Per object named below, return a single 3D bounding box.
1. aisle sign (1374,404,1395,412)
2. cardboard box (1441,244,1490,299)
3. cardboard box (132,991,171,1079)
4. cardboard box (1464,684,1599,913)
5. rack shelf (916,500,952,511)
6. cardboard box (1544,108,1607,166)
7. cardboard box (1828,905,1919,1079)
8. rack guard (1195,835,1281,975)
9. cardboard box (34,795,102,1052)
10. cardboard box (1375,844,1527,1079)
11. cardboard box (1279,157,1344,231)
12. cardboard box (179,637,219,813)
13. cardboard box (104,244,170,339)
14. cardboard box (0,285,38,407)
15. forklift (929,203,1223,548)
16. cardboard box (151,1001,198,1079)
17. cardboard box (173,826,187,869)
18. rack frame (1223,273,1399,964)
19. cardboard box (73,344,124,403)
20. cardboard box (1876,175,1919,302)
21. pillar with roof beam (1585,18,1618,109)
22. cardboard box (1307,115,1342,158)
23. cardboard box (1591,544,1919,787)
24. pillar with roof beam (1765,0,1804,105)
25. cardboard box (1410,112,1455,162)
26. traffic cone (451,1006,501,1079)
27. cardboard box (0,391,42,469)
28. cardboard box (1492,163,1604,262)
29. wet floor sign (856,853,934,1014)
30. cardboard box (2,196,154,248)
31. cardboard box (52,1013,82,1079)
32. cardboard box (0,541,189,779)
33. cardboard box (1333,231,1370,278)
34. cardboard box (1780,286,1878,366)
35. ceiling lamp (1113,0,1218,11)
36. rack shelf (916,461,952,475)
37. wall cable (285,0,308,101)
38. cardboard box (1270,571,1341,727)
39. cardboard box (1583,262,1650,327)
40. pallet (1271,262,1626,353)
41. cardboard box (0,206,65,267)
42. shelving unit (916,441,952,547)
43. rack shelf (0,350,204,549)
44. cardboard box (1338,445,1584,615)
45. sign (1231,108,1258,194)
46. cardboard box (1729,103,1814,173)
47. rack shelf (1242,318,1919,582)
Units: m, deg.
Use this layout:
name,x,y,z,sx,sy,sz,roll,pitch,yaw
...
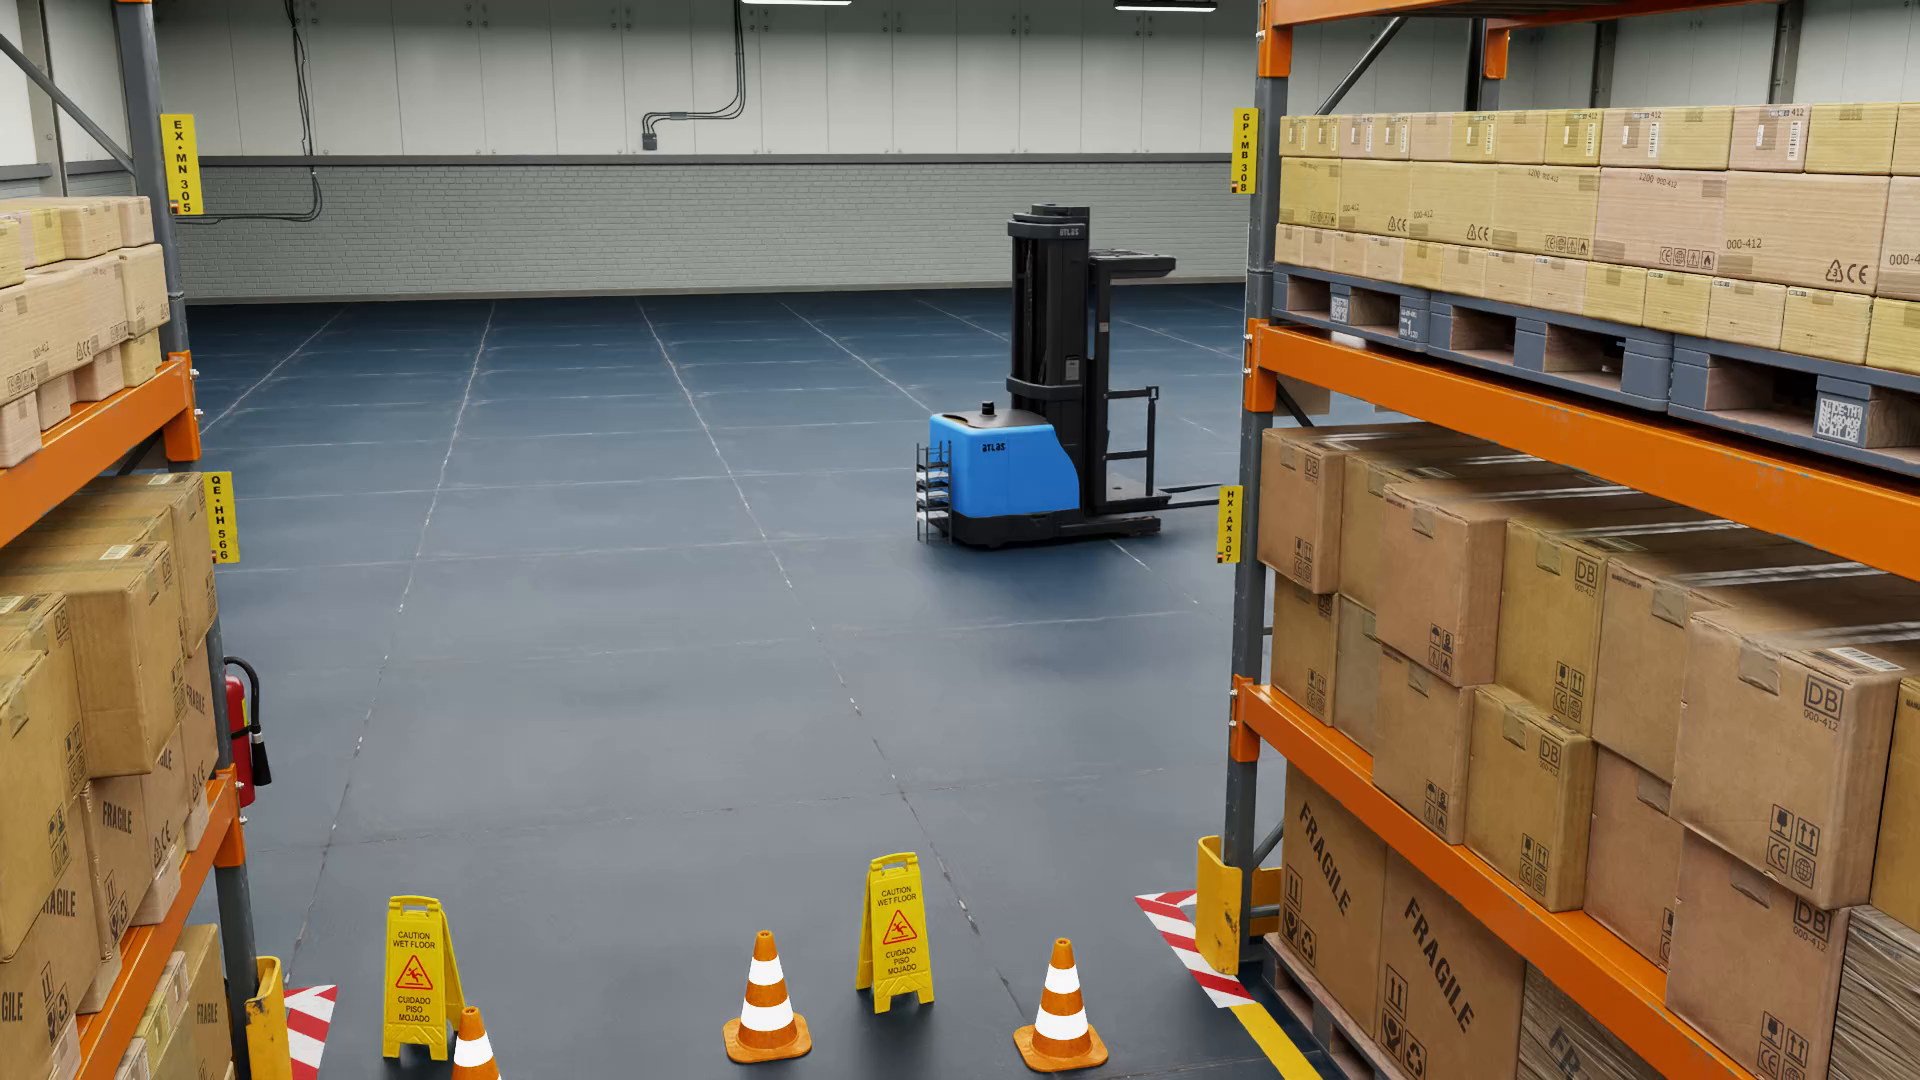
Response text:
name,x,y,z,sx,sy,sz,roll,pitch,yaw
aisle sign,1.931,-0.930,6.936,0.394,0.787,0.004,-3,14,-13
cardboard box,1.721,-0.834,5.132,0.380,0.149,0.250,-3,14,-14
cardboard box,-2.483,1.427,4.728,0.380,0.149,0.250,-3,14,-12
cardboard box,2.112,0.758,5.188,0.875,0.550,0.500,-3,14,-13
rack shelf,-0.229,-0.286,14.723,0.258,0.077,0.200,-6,15,-23
cardboard box,1.843,-1.103,4.556,0.380,0.149,0.250,-3,14,-12
cardboard box,2.497,1.131,3.659,0.875,0.550,0.550,-3,14,-13
rack guard,1.651,1.575,7.428,1.175,0.500,0.348,-3,14,-13
cardboard box,-2.408,0.931,3.957,0.500,0.500,0.500,-3,14,-13
cardboard box,2.088,1.550,5.855,0.875,0.875,0.875,-4,14,-14
cardboard box,1.520,-1.290,6.159,0.500,0.250,0.500,-3,14,-13
cardboard box,-2.736,0.582,5.387,0.500,0.500,0.500,-4,14,-14
cardboard box,-2.750,-0.761,5.089,0.500,0.250,0.500,-3,14,-14
cardboard box,-2.385,-0.409,3.648,0.500,0.250,0.500,-3,14,-13
forklift,1.279,-1.558,15.127,3.031,2.935,1.130,-6,15,-22
cardboard box,-2.564,1.723,4.882,0.500,0.500,0.500,-3,14,-11
cardboard box,-2.629,0.974,5.149,0.380,0.149,0.250,-4,14,-14
rack frame,1.656,0.366,7.109,1.000,3.000,0.127,-3,14,-13
cardboard box,-2.656,-0.484,4.798,0.380,0.149,0.250,-3,14,-11
cardboard box,2.230,-0.592,3.303,0.500,0.250,0.500,-3,14,-14
pillar with roof beam,10.721,-10.197,37.705,9.100,9.000,0.548,-3,14,-13
cardboard box,1.483,-1.456,6.002,0.380,0.149,0.250,-3,14,-13
cardboard box,2.307,0.352,4.576,0.875,0.550,0.550,-3,14,-13
pillar with roof beam,12.130,-8.813,32.039,9.100,9.000,0.548,-3,14,-13
cardboard box,1.663,-1.280,5.278,0.380,0.149,0.250,-4,14,-14
traffic cone,-1.777,1.925,6.073,0.336,0.463,0.334,-3,14,-13
cardboard box,-2.372,-0.251,3.845,0.380,0.149,0.250,-3,14,-14
cardboard box,1.877,-0.941,4.730,0.500,0.250,0.500,-3,14,-13
wet floor sign,-0.275,1.613,6.964,0.267,0.644,0.232,-6,15,-23
cardboard box,-2.765,-0.996,5.211,0.380,0.149,0.250,-3,14,-13
cardboard box,-2.332,1.267,3.949,0.380,0.149,0.250,-3,14,-13
cardboard box,-2.468,0.321,4.348,0.700,0.500,0.500,-3,14,-14
cardboard box,1.544,-1.008,5.847,0.380,0.149,0.250,-3,14,-13
cardboard box,2.078,-0.483,3.696,0.380,0.149,0.250,-3,14,-12
ceiling lamp,3.856,-11.696,31.539,2.000,3.185,0.800,-3,14,-13
rack shelf,-0.229,-0.636,14.637,0.258,0.077,0.200,-6,15,-23
wall cable,-12.491,-10.531,34.970,3.097,2.526,0.112,-3,14,-13
cardboard box,1.787,0.376,6.751,0.875,0.550,0.550,-3,14,-13
cardboard box,1.898,-0.659,4.417,0.380,0.149,0.250,-3,14,-14
pallet,1.841,-0.878,6.065,1.003,0.211,1.213,-3,14,-13
cardboard box,-2.655,-0.815,4.471,0.380,0.149,0.250,-3,14,-13
shelving unit,-0.229,-0.406,14.693,0.258,0.900,0.210,-6,15,-23
rack shelf,-2.662,0.019,3.725,1.077,0.370,4.000,-3,14,-13
cardboard box,1.925,-0.022,6.105,0.875,0.550,0.550,-3,14,-13
sign,1.115,-1.525,6.519,0.100,0.325,0.005,-3,14,-13
cardboard box,2.024,-0.927,3.834,0.380,0.149,0.250,-3,14,-12
rack shelf,2.126,-0.280,4.950,1.077,0.370,4.000,-3,14,-13
